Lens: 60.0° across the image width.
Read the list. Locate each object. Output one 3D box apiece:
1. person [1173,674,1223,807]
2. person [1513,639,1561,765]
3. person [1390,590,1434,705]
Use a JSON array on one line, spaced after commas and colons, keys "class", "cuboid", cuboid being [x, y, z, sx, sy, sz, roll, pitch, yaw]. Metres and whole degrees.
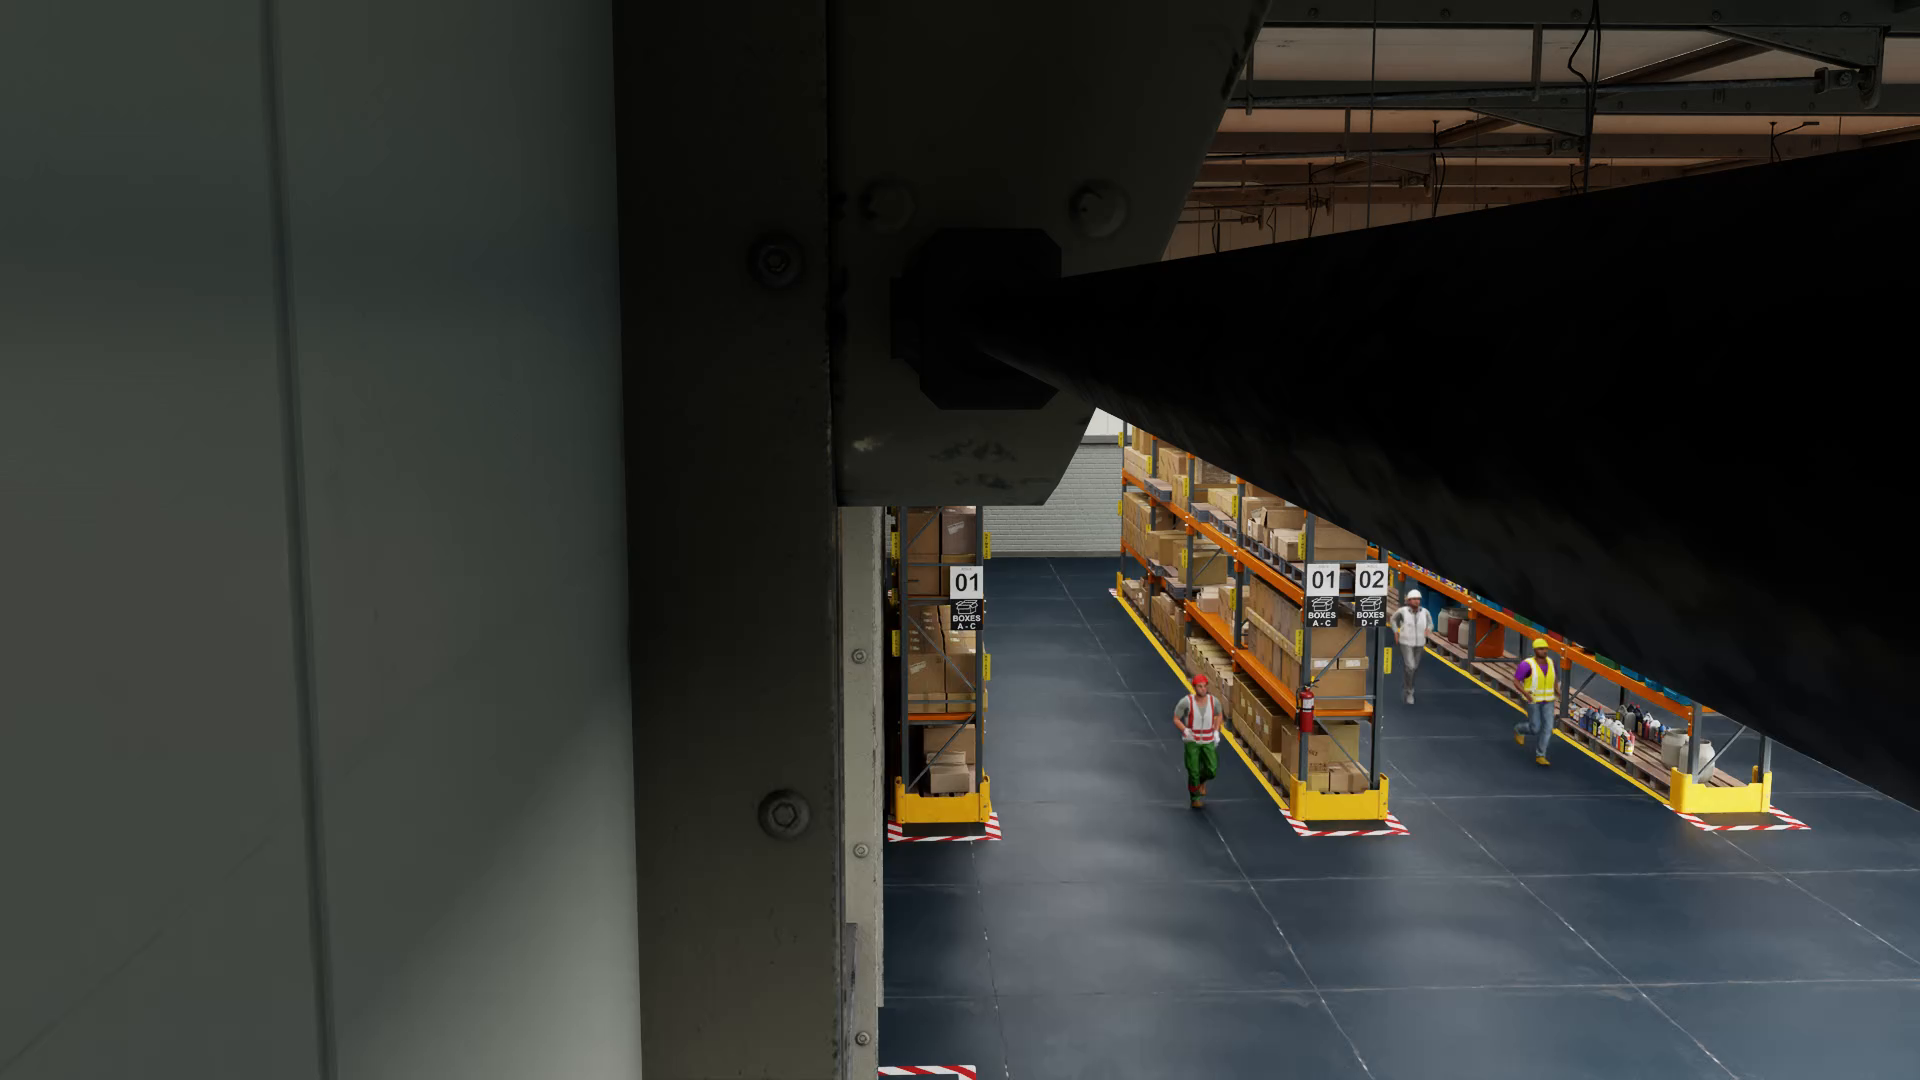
[{"class": "person", "cuboid": [3.021, 2.547, 20.935, 0.672, 1.744, 0.601, -1, 8, -7]}, {"class": "person", "cuboid": [8.066, 2.230, 23.186, 0.700, 1.739, 0.801, -1, 8, -10]}, {"class": "person", "cuboid": [7.308, 1.697, 26.839, 0.644, 1.823, 0.793, -1, 8, -7]}]
